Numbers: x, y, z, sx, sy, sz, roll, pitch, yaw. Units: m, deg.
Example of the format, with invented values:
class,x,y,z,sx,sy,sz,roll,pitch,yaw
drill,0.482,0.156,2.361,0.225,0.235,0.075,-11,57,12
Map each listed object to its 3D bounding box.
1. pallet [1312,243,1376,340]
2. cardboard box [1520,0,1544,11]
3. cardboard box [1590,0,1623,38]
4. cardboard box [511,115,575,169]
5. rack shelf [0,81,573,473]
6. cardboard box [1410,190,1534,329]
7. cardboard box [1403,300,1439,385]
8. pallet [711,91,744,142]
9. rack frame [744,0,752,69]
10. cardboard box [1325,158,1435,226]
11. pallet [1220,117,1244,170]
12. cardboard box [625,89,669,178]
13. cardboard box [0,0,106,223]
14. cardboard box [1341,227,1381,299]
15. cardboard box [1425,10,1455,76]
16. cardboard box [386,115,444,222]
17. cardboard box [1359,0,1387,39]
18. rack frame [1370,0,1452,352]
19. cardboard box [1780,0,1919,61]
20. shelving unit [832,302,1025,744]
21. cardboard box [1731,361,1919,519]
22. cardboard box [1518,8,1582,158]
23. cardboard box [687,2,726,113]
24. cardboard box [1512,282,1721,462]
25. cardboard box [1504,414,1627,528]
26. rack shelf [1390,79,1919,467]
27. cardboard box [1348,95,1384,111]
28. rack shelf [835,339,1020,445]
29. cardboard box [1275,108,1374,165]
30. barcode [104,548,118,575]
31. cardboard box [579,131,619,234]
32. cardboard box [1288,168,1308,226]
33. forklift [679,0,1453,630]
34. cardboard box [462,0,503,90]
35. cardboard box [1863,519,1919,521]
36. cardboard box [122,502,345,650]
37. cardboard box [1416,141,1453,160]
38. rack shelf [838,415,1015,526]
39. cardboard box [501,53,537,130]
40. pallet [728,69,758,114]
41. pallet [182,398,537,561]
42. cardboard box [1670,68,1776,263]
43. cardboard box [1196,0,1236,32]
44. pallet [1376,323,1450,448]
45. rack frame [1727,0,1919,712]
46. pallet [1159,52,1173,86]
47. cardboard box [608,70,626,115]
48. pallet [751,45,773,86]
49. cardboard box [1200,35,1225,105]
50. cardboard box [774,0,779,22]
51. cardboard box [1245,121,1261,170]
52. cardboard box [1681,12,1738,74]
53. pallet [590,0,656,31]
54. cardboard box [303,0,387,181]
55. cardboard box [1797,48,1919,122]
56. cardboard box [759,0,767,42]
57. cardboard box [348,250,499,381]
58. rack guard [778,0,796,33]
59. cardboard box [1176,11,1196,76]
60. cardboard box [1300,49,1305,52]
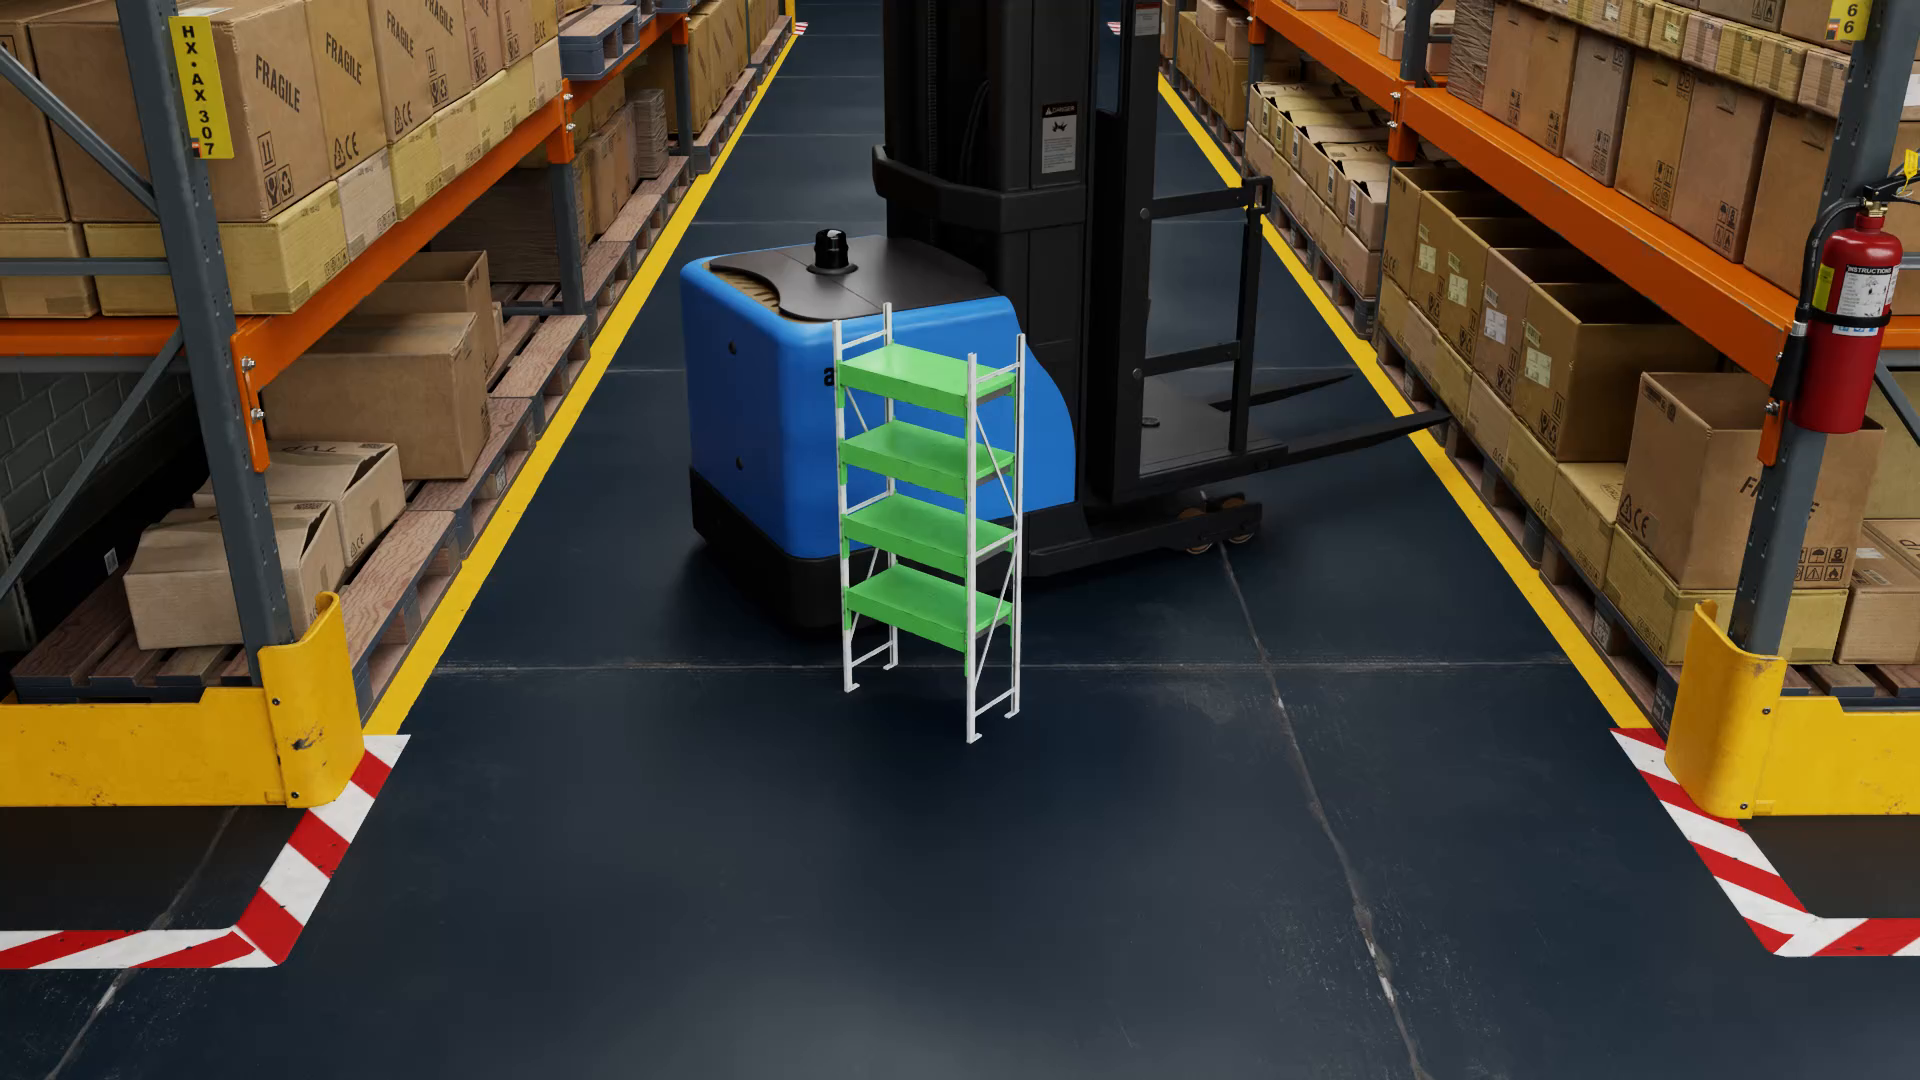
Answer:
class,x,y,z,sx,sy,sz,roll,pitch,yaw
pallet,2.537,-1.367,9.017,1.003,0.211,1.213,0,24,-1
cardboard box,2.406,-2.143,6.439,0.380,0.149,0.250,-1,24,-2
cardboard box,2.414,-1.823,5.732,0.380,0.149,0.250,-1,24,-1
cardboard box,-2.402,-2.198,9.060,0.500,0.250,0.500,-1,24,-2
rack shelf,-2.347,-1.159,6.045,1.077,0.370,4.000,0,24,-1
cardboard box,2.290,-1.216,7.216,0.500,0.500,0.500,0,24,-1
cardboard box,2.287,-0.874,7.370,0.500,0.250,0.500,0,24,-1
pallet,-2.356,-3.515,13.765,1.003,0.211,1.213,0,24,-1
rack frame,-2.456,-5.607,15.007,1.000,3.000,0.127,0,24,-1
cardboard box,2.281,-1.908,8.976,0.500,0.311,0.500,0,24,1
pallet,2.570,-3.020,12.671,1.003,0.211,1.213,0,24,-1
cardboard box,-2.353,-2.724,11.132,0.700,0.500,0.500,0,24,0
cardboard box,-2.543,-1.138,4.374,0.500,0.500,0.500,-1,24,-1
cardboard box,2.290,-1.442,8.626,0.500,0.250,0.500,0,24,-1
cardboard box,2.535,-2.469,8.250,0.500,0.250,0.500,1,24,3
cardboard box,-2.033,-1.229,5.486,0.500,0.250,0.500,-1,24,-1
cardboard box,2.581,-3.120,9.387,0.500,0.500,0.500,0,24,0
rack frame,2.584,-2.334,7.771,1.000,3.000,0.127,0,24,-1
cardboard box,2.635,-1.537,4.313,0.700,0.500,0.500,0,24,0
shelving unit,-0.091,-0.047,4.899,0.503,1.200,0.258,18,30,35
cardboard box,2.837,-0.394,5.399,0.500,0.500,0.500,0,24,-1
cardboard box,2.609,-1.773,6.409,0.700,0.500,0.500,0,24,0
cardboard box,-2.293,-3.835,13.189,0.750,0.750,0.750,0,24,-1
cardboard box,2.299,-0.598,5.849,0.500,0.500,0.500,0,24,-1
cardboard box,2.302,-0.256,6.003,0.500,0.250,0.500,0,24,-1
rack shelf,2.606,-1.182,6.097,1.077,0.370,4.000,0,24,-1
cardboard box,2.805,-2.748,10.832,0.500,0.311,0.500,-1,24,-1
rack shelf,-0.091,-0.427,4.727,0.480,0.148,0.258,18,30,35
cardboard box,2.270,-2.533,10.357,0.500,0.311,0.500,-1,24,-2
barcode,-2.643,0.067,5.179,0.001,0.075,0.075,0,24,-1
cardboard box,-2.415,-2.098,9.749,0.700,0.500,0.500,0,24,0
cardboard box,2.276,-2.071,10.017,0.500,0.250,0.500,0,24,1
forklift,0.546,-1.461,5.923,3.031,2.935,1.130,-13,27,-26
cardboard box,-2.049,-1.986,6.249,0.500,0.500,0.500,-1,24,-2
cardboard box,2.835,-0.053,5.553,0.500,0.250,0.500,0,24,-1
cardboard box,-2.243,0.077,5.169,0.500,0.311,0.500,-3,25,-7
cardboard box,2.822,-2.119,9.442,0.500,0.311,0.500,-1,24,-2
rack shelf,-0.091,-0.208,4.826,0.480,0.148,0.258,18,30,35
cardboard box,-2.064,-1.852,6.863,0.500,0.250,0.500,0,24,0
pallet,-2.372,-4.019,14.880,1.003,0.211,1.213,0,24,-1
pallet,-2.310,-0.259,6.567,1.003,0.211,1.213,0,24,-1
cardboard box,2.625,-1.140,5.010,0.700,0.500,0.500,0,24,1
cardboard box,2.270,-4.421,13.976,0.500,0.250,0.500,0,24,0
pallet,2.551,-0.736,7.621,1.003,0.211,1.213,0,24,-1
rack frame,2.628,-0.686,4.127,1.000,3.000,0.127,0,24,-1
pallet,2.491,-4.643,16.260,1.003,0.211,1.213,0,24,-1
cardboard box,-2.409,-2.830,10.457,0.500,0.250,0.500,0,24,0
pallet,-2.386,-4.650,16.275,1.003,0.211,1.213,0,24,-1
cardboard box,2.279,-3.858,13.639,0.500,0.500,0.500,-1,24,-3
cardboard box,-2.392,-6.020,18.443,0.700,0.500,0.500,0,24,-1
cardboard box,2.253,-2.704,11.415,0.500,0.250,0.500,0,24,-1
cardboard box,2.426,-1.501,5.019,0.380,0.149,0.250,0,24,0
pallet,-2.350,-3.056,9.599,1.003,0.211,1.213,0,24,-1
cardboard box,-2.025,-1.346,4.835,0.500,0.500,0.500,0,24,0
cardboard box,2.433,-1.184,4.319,0.380,0.149,0.250,-1,24,-1
cardboard box,-2.367,-5.387,17.044,0.700,0.500,0.500,0,24,1
cardboard box,-2.318,-0.944,7.198,0.500,0.500,0.500,-2,24,-5
rack guard,-2.500,-6.126,19.189,1.175,0.500,0.348,0,24,-1
cardboard box,2.259,-4.492,15.041,0.500,0.500,0.500,-1,24,-3
cardboard box,2.810,-3.655,13.191,0.500,0.500,0.500,-1,24,-1
